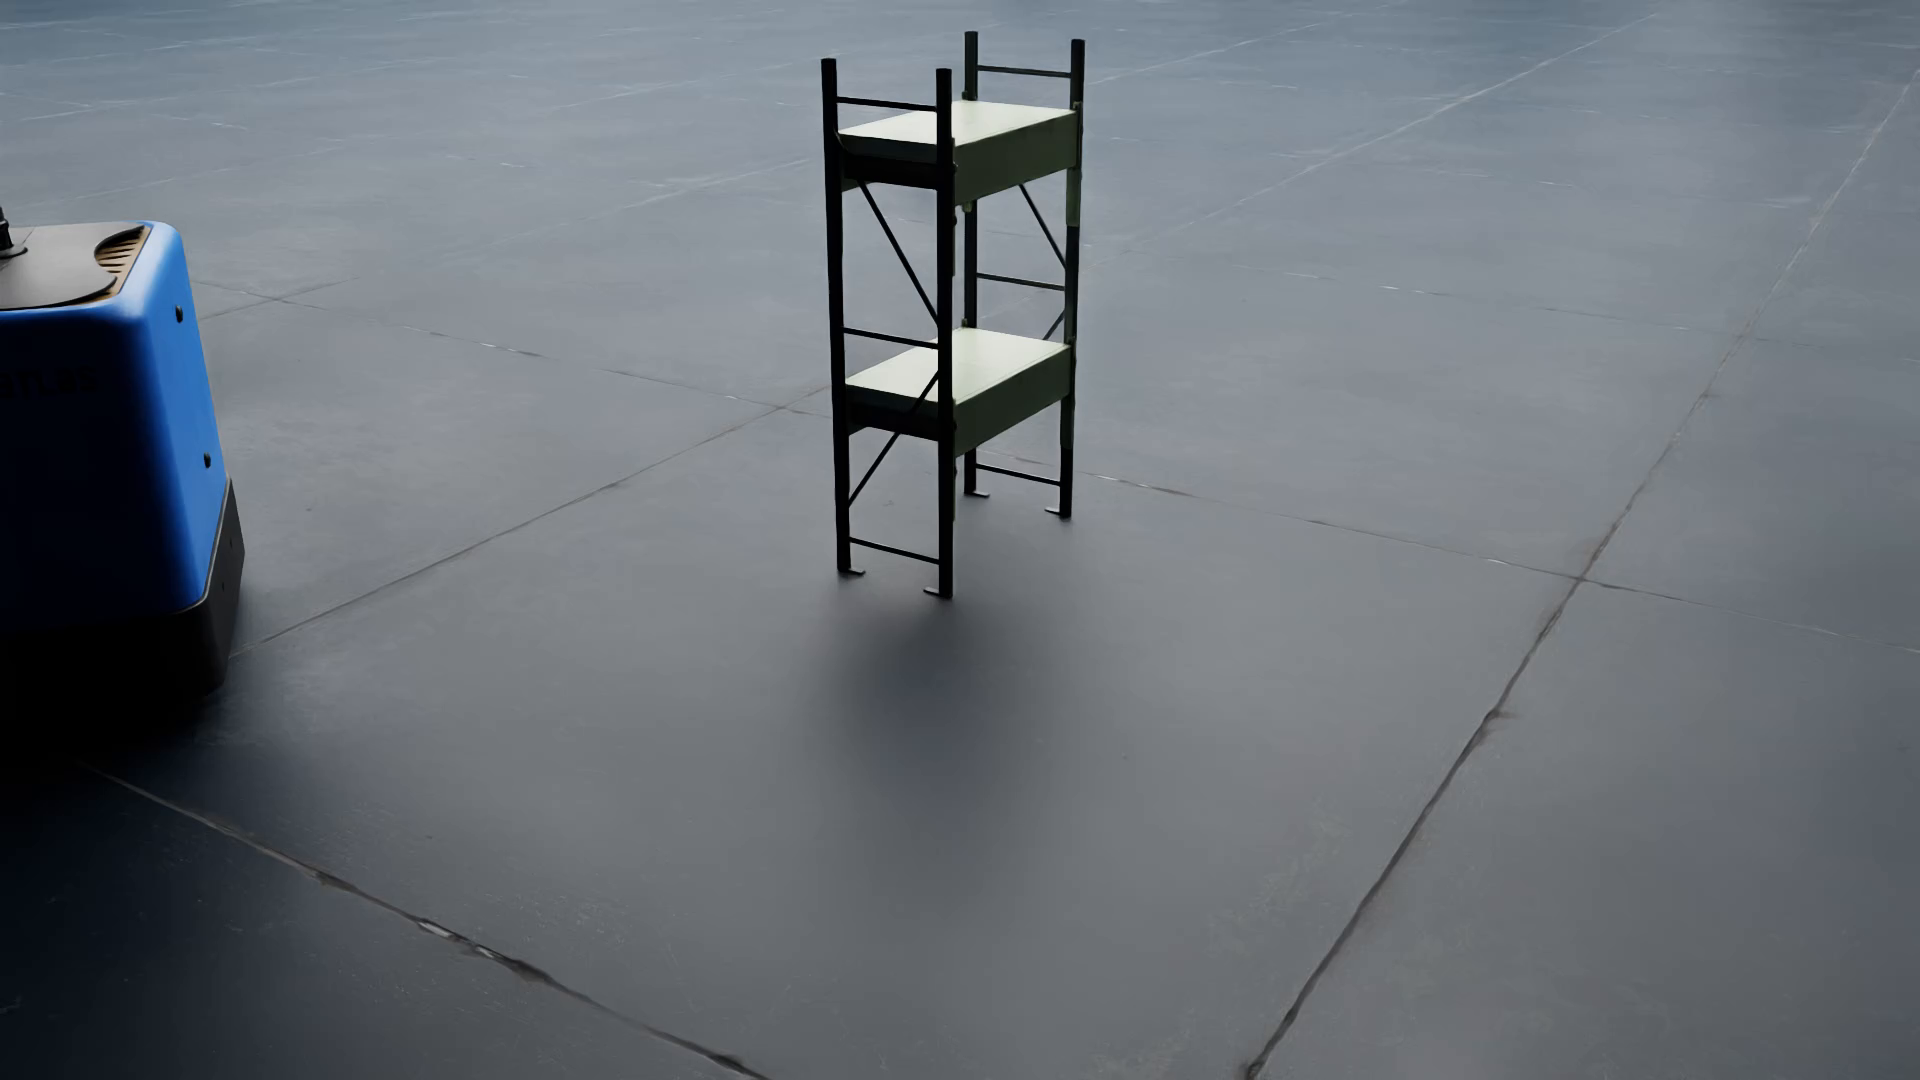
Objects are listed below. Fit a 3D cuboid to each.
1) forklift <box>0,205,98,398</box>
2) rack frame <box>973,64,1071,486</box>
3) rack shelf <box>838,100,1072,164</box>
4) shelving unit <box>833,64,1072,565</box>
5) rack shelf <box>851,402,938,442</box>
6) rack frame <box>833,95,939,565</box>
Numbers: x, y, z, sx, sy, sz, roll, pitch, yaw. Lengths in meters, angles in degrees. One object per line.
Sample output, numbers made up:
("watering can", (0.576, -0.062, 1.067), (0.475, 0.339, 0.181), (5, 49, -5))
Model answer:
("forklift", (-3.451, -0.897, 3.633), (3.031, 2.935, 1.109), (-7, 25, -17))
("rack frame", (0.191, -0.809, 5.232), (0.380, 1.308, 0.010), (14, 27, 29))
("rack shelf", (-0.003, -1.167, 4.739), (0.368, 0.052, 0.686), (14, 27, 29))
("shelving unit", (-0.002, -0.686, 4.946), (0.380, 1.308, 0.742), (14, 27, 29))
("rack shelf", (-0.004, -0.452, 5.048), (0.332, 0.071, 0.664), (14, 27, 29))
("rack frame", (-0.195, -0.562, 4.661), (0.380, 1.308, 0.010), (14, 27, 29))
